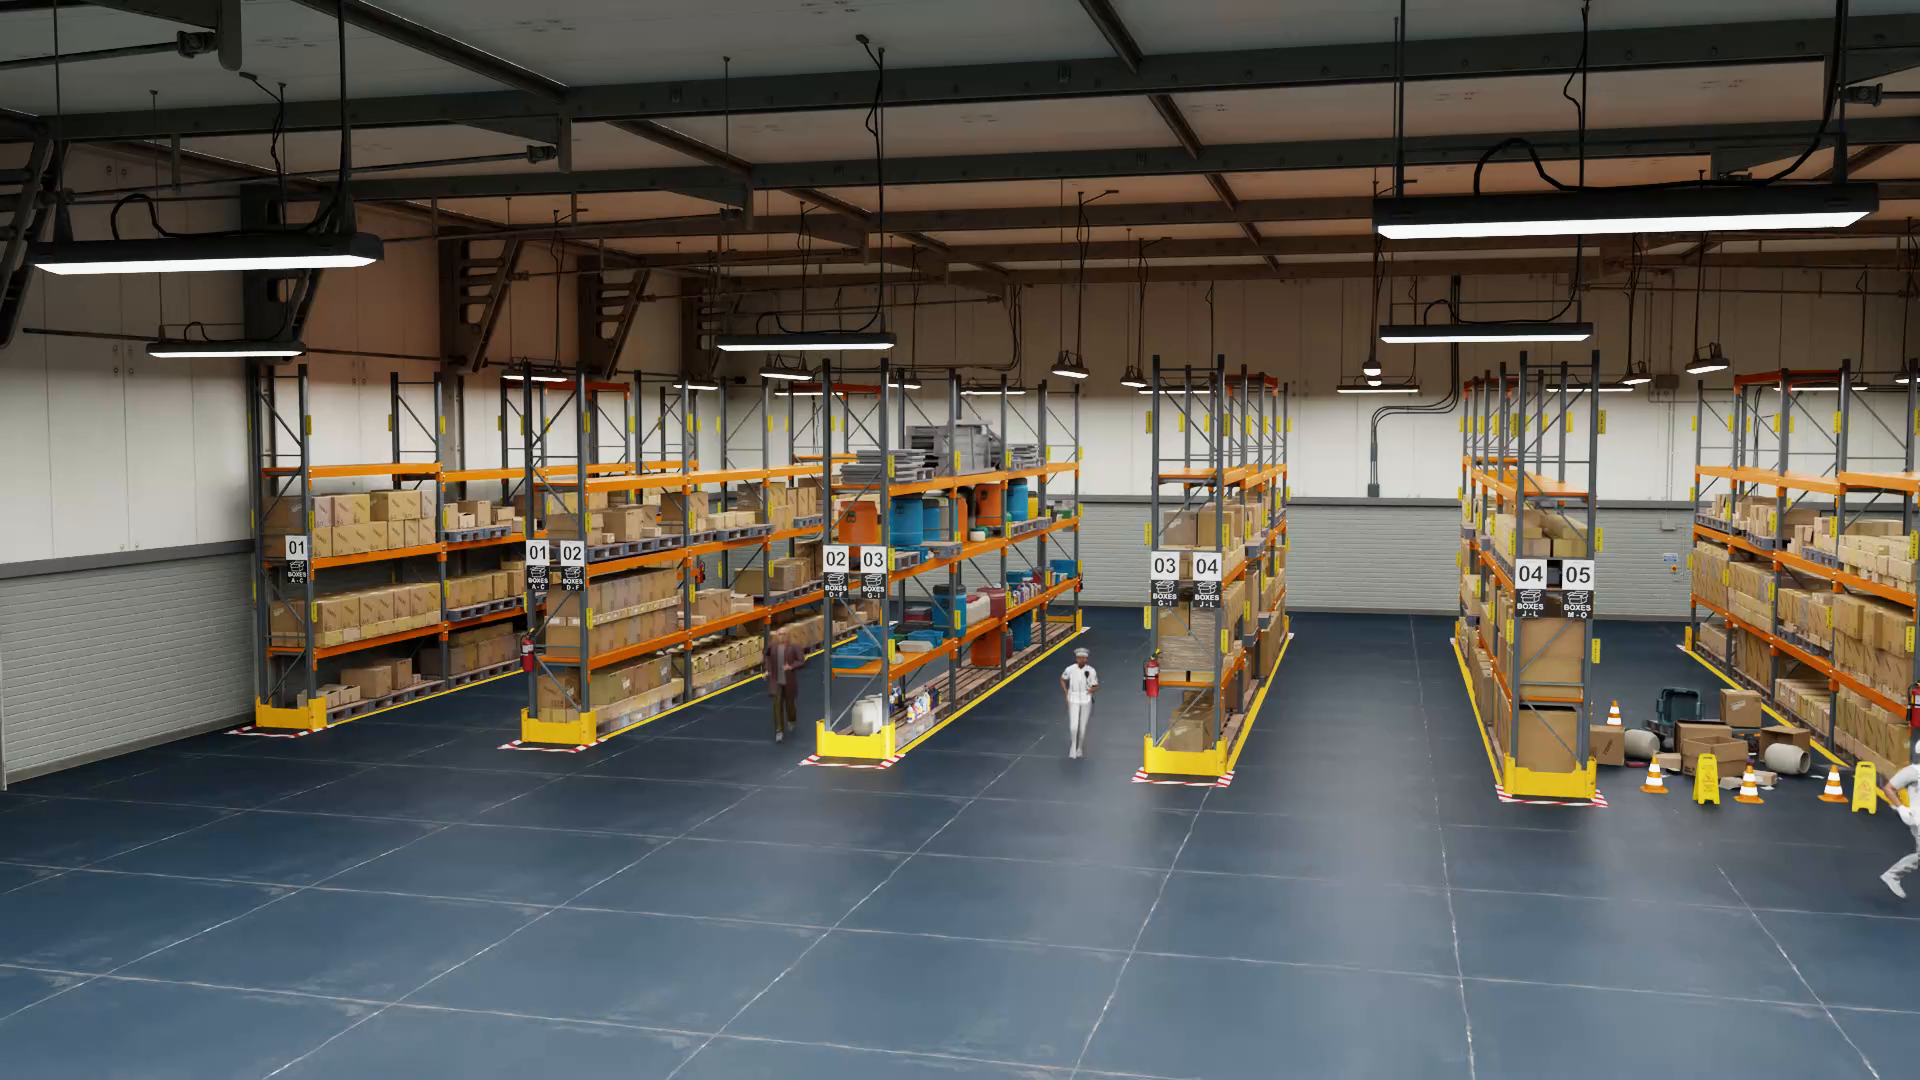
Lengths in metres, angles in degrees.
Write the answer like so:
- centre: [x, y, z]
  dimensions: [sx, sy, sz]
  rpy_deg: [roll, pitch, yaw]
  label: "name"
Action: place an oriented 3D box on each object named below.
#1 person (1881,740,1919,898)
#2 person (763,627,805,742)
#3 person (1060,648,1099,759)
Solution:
- centre: [9.899, 2.908, 17.027]
  dimensions: [0.685, 1.768, 1.000]
  rpy_deg: [-2, 5, -29]
  label: "person"
- centre: [-2.801, 2.254, 26.462]
  dimensions: [0.717, 1.758, 1.077]
  rpy_deg: [0, 4, 4]
  label: "person"
- centre: [1.790, 2.457, 24.962]
  dimensions: [0.581, 1.689, 0.652]
  rpy_deg: [0, 4, 3]
  label: "person"
